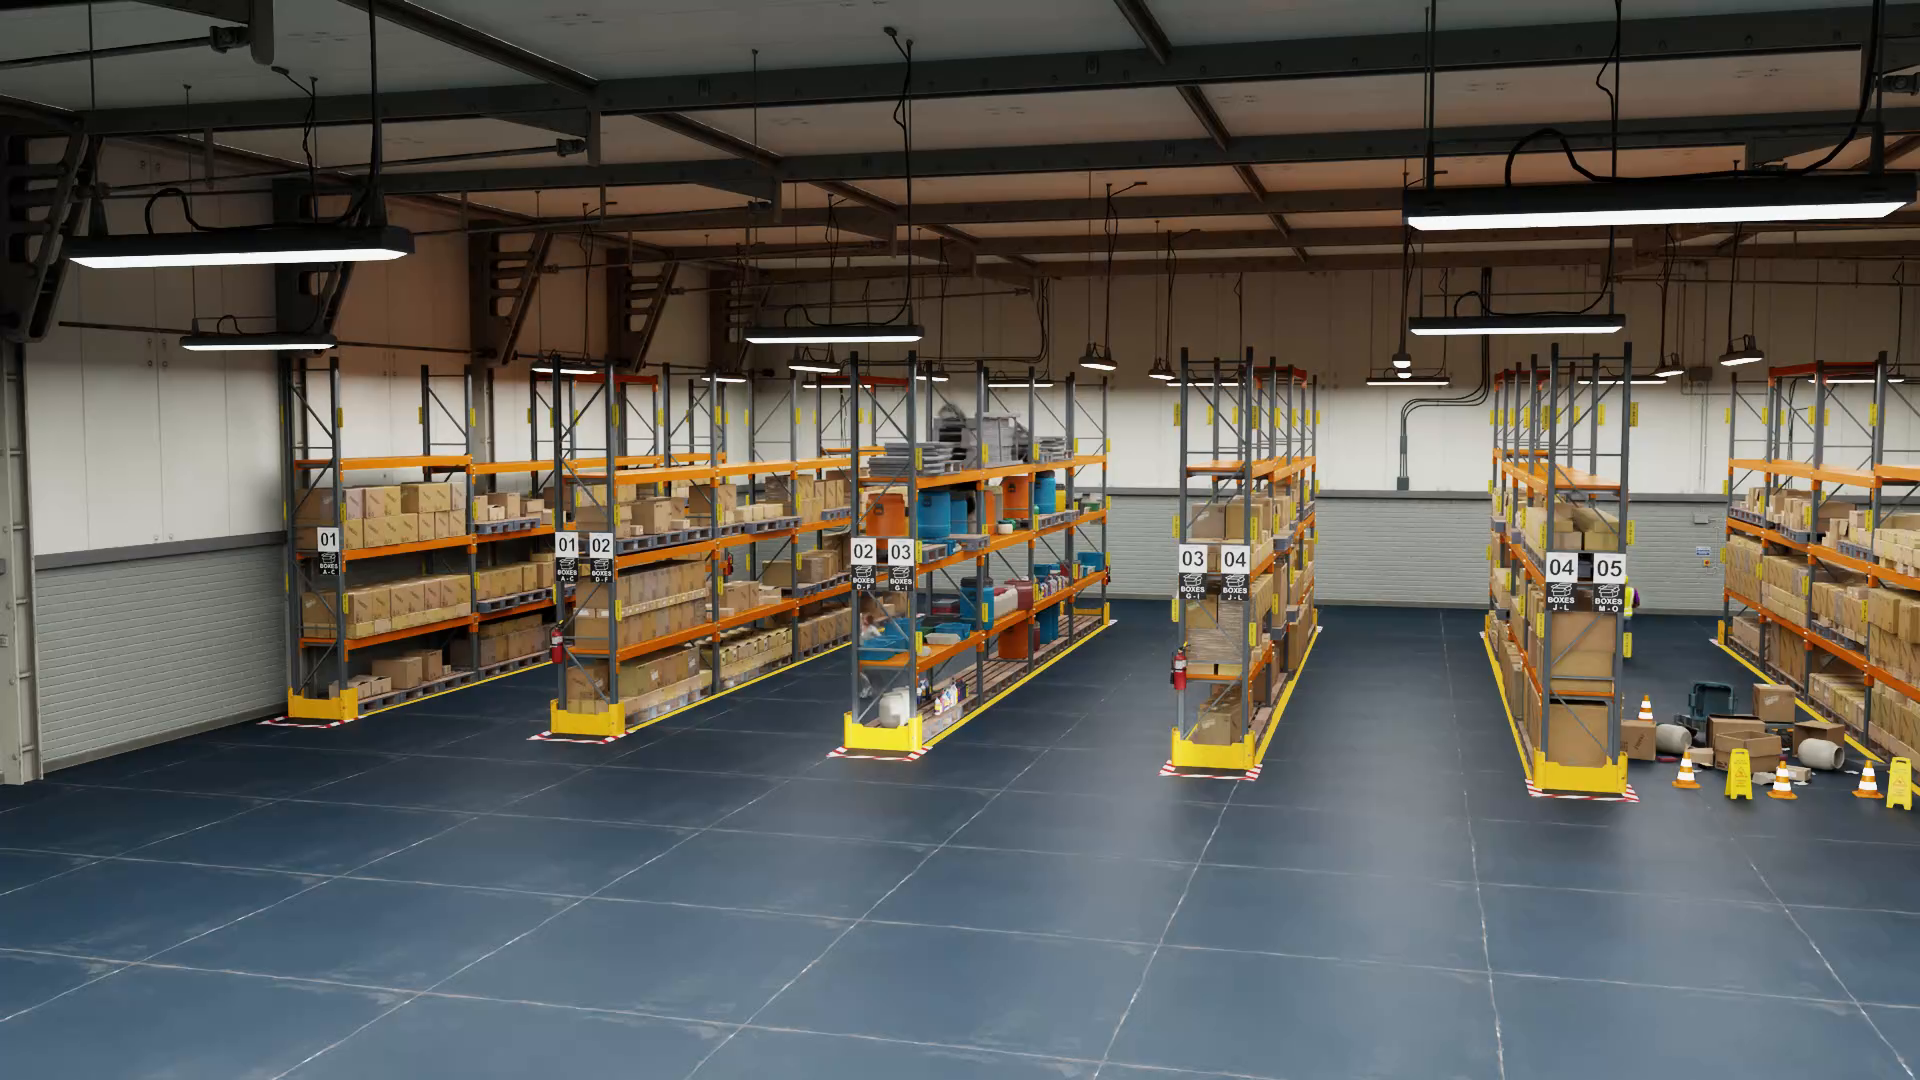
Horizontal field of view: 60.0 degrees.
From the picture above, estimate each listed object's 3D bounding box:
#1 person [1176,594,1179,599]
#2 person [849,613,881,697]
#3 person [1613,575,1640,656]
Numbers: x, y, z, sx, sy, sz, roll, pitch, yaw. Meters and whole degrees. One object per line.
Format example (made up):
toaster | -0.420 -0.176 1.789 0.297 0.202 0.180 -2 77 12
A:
person | 4.789 1.615 34.405 0.714 1.733 0.791 1 4 10
person | -1.681 2.053 29.542 0.534 1.536 0.599 -3 5 -38
person | 13.874 1.570 34.896 0.697 1.724 0.566 0 4 2
